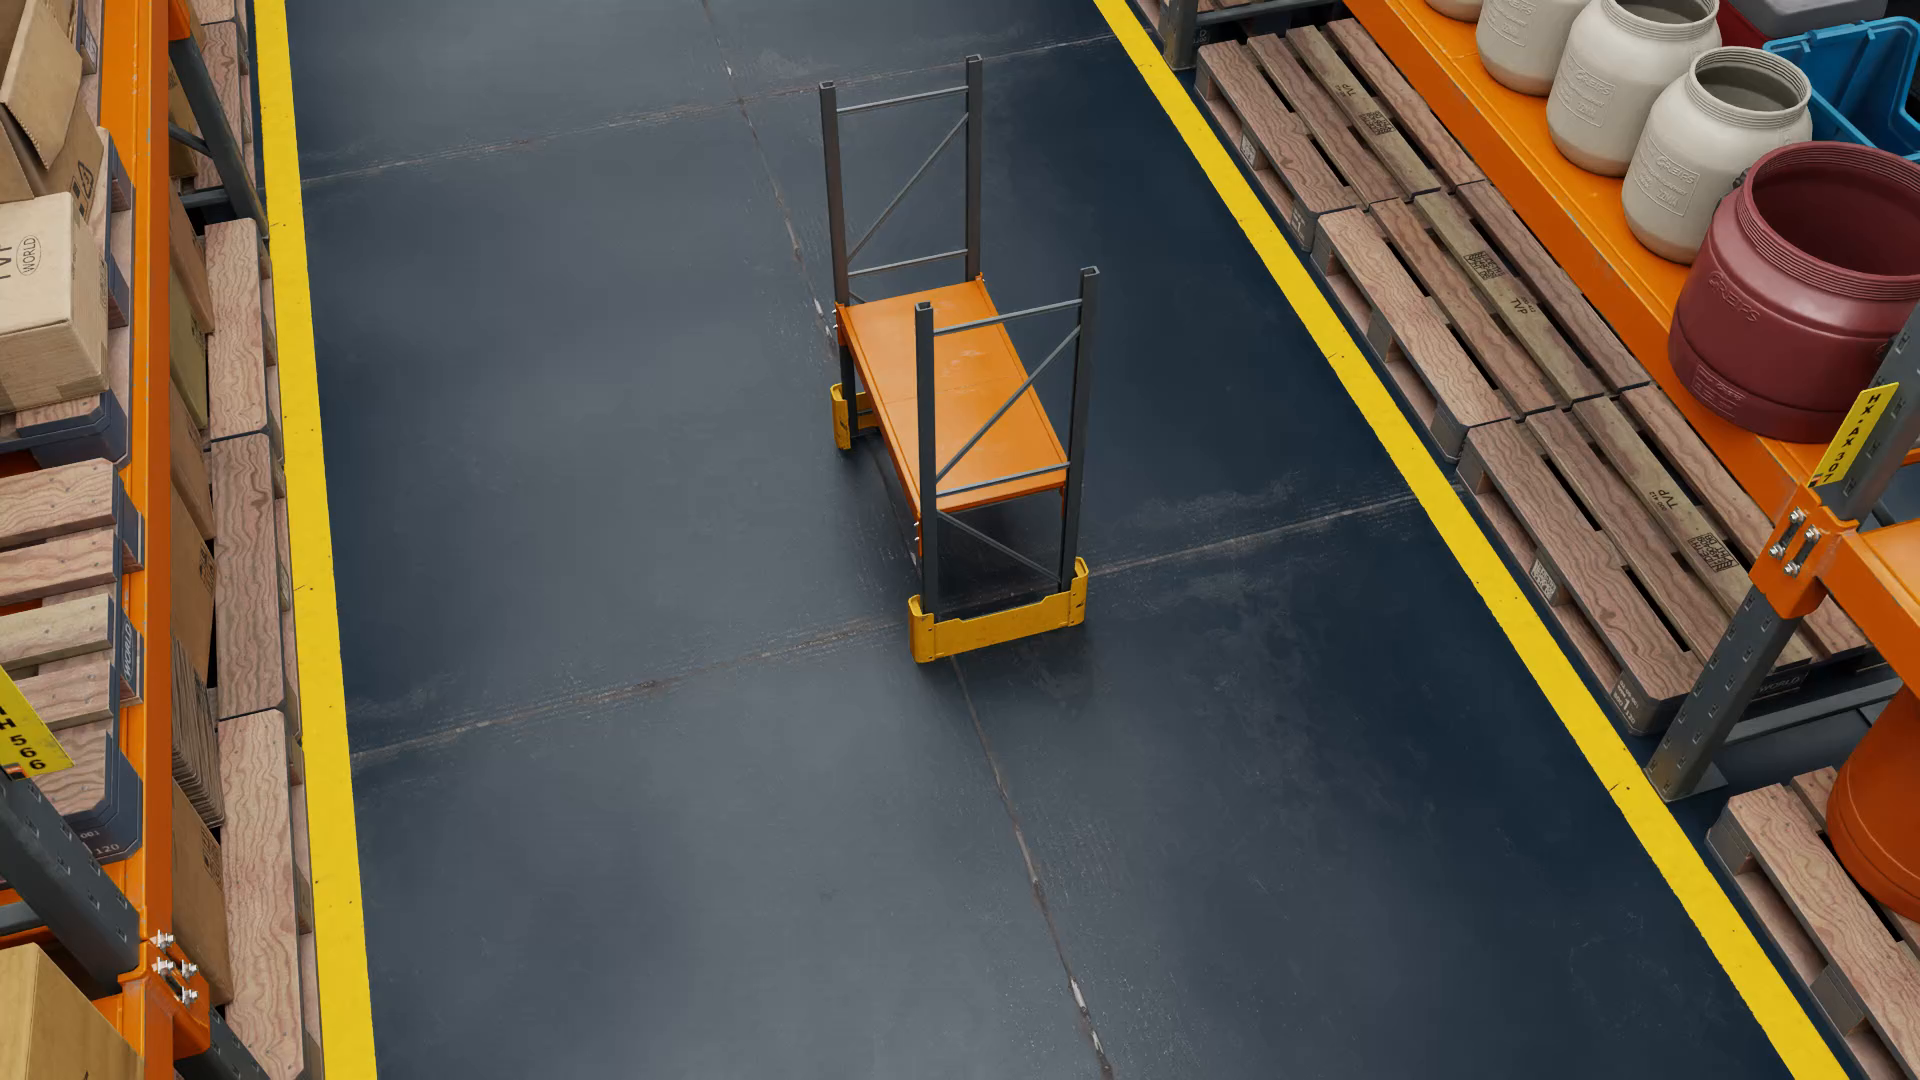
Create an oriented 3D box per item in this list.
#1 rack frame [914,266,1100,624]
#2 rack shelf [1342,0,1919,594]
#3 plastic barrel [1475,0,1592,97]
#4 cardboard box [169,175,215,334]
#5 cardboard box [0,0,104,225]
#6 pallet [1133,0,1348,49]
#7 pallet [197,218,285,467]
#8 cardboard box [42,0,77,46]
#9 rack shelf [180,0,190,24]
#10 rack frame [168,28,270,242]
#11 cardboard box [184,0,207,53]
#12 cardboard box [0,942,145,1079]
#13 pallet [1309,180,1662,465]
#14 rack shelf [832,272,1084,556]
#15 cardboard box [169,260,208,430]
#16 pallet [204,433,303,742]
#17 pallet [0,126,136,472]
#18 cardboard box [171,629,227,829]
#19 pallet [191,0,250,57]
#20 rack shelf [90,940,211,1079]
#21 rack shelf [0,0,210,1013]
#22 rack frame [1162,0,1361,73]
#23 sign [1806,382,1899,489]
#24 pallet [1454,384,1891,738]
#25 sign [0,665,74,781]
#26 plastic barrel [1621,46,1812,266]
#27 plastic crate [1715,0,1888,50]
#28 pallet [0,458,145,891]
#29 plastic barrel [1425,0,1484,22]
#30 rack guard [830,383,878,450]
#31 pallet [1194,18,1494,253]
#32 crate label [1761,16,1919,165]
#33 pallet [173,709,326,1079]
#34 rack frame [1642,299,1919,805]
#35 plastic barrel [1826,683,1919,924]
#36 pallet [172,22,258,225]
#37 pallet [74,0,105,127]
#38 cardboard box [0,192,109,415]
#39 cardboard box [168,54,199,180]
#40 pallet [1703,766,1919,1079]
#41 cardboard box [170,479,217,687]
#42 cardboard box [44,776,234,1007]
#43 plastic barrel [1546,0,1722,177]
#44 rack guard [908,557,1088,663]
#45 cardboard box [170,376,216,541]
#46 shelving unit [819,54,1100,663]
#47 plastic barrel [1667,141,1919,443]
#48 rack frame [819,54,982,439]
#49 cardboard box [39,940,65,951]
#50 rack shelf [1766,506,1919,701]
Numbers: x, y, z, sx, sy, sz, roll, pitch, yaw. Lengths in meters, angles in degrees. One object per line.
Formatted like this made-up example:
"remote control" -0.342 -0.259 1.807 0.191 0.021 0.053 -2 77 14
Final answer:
"rack frame" 0.125 -0.174 4.916 0.500 1.500 0.032 -13 51 -11
"rack shelf" 2.014 -1.547 5.562 1.077 0.370 4.000 -13 51 -11
"plastic barrel" 1.841 -1.683 5.118 0.433 0.535 0.433 0 50 0
"cardboard box" -3.148 -1.002 5.980 0.700 0.500 0.500 -17 52 -14
"cardboard box" -2.708 -1.043 4.325 0.797 0.503 0.637 -9 50 -7
"pallet" 1.264 -2.840 8.006 1.003 0.211 1.213 -13 51 -11
"pallet" -3.077 -0.652 6.162 1.003 0.211 1.213 -13 51 -11
"cardboard box" -3.208 -1.836 4.669 1.000 1.000 1.000 -13 51 -11
"rack shelf" -3.900 -3.348 7.081 1.077 0.370 4.000 -13 51 -11
"rack frame" -3.309 -2.119 5.575 1.000 3.000 0.127 -13 51 -11
"cardboard box" -3.566 -2.167 6.975 0.500 0.500 0.500 1 50 1
"cardboard box" -1.743 1.074 2.817 0.500 0.500 0.500 -12 51 -10
"pallet" 2.056 -0.883 6.356 1.003 0.211 1.213 -13 51 -11
"rack shelf" -0.025 -0.430 5.367 0.538 0.185 1.000 -13 51 -11
"cardboard box" -3.025 -0.649 5.683 0.700 0.500 0.500 -14 51 -11
"pallet" -2.713 0.240 5.409 1.003 0.211 1.213 -13 51 -11
"pallet" -2.750 -0.573 4.396 1.003 0.211 1.213 -13 51 -11
"cardboard box" -2.519 0.579 4.647 0.700 0.500 0.500 -17 52 -14
"pallet" -3.906 -2.596 7.800 1.003 0.211 1.213 -13 51 -11
"rack shelf" -1.535 2.495 2.155 1.077 0.370 4.000 -13 51 -11
"rack shelf" -2.717 -0.427 4.618 1.077 0.370 4.000 -13 51 -11
"rack frame" 1.423 -3.239 6.519 1.000 3.000 0.127 -13 51 -11
"sign" 2.082 -0.241 3.884 0.100 0.325 0.005 -13 51 -11
"pallet" 2.413 0.007 5.606 1.003 0.211 1.213 -13 51 -11
"sign" -1.597 0.301 2.777 0.100 0.325 0.005 -13 51 -11
"plastic barrel" 2.097 -1.057 4.606 0.421 0.512 0.421 0 50 0
"plastic crate" 2.420 -1.588 5.085 0.402 0.464 0.583 -13 51 -11
"pallet" -2.438 0.368 3.604 1.213 0.211 1.003 -13 51 -11
"plastic barrel" 1.713 -1.999 5.384 0.433 0.535 0.433 0 50 0
"rack guard" -0.170 -0.500 6.008 0.587 0.250 0.087 -13 51 -11
"pallet" 1.692 -1.776 7.109 1.003 0.211 1.213 -13 51 -11
"crate label" 2.570 -1.116 4.706 0.502 0.435 0.616 -13 51 -11
"pallet" -2.356 1.130 4.659 1.003 0.211 1.213 -13 51 -11
"rack frame" 2.605 -0.318 4.056 1.000 3.000 0.127 -13 51 -11
"plastic barrel" 2.766 0.600 4.427 0.600 0.830 0.708 -13 51 -11
"pallet" -3.541 -1.703 7.048 1.003 0.211 1.213 -13 51 -11
"pallet" -3.222 -1.466 5.150 1.003 0.211 1.213 -13 51 -11
"cardboard box" -2.402 -0.561 4.084 0.500 0.250 0.500 -15 51 -12
"cardboard box" -3.389 -1.750 6.624 0.500 0.500 0.500 -15 51 -12
"pallet" 2.878 1.147 4.645 1.003 0.211 1.213 -13 51 -11
"cardboard box" -2.694 0.167 4.995 0.700 0.500 0.500 -9 51 -8
"cardboard box" -2.343 0.981 4.308 0.700 0.500 0.500 -16 52 -13
"plastic barrel" 1.973 -1.364 4.865 0.421 0.512 0.421 0 50 0
"rack guard" 0.125 0.227 5.395 0.587 0.250 0.087 -13 51 -11
"cardboard box" -2.859 -0.241 5.338 0.700 0.500 0.500 -17 52 -14
"shelving unit" -0.023 -0.539 5.224 0.587 1.500 1.083 -13 51 -11
"plastic barrel" 2.179 -0.632 4.232 0.600 0.536 0.708 -13 51 -11
"rack frame" -0.176 -0.917 5.542 0.500 1.500 0.032 -13 51 -11
"cardboard box" -2.353 0.742 4.019 0.500 0.250 0.500 -11 51 -9
"rack shelf" 3.197 1.375 3.100 1.077 0.370 4.000 -13 51 -11
